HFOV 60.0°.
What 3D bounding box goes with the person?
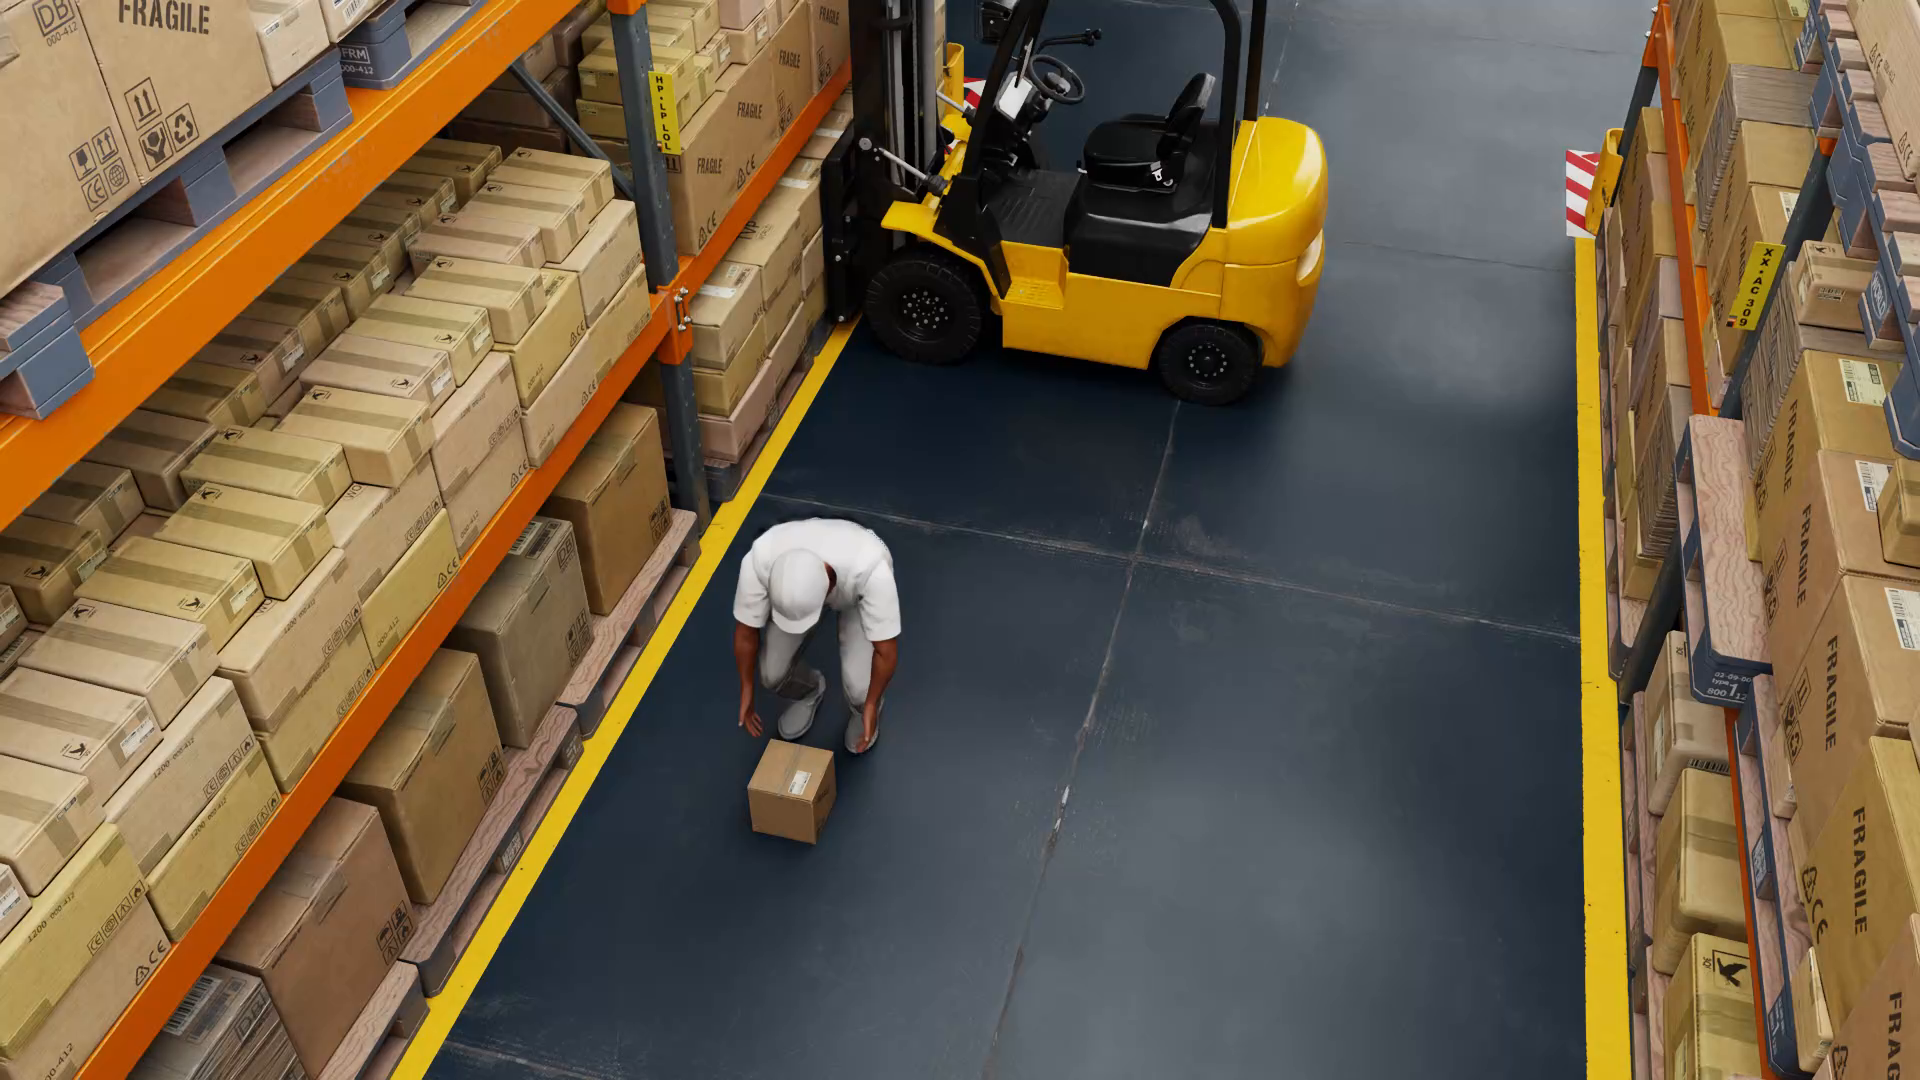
[{"bbox_3d":[-0.484,0.330,6.173,0.622,1.224,0.827,10,42,11],"label":"person"}]
